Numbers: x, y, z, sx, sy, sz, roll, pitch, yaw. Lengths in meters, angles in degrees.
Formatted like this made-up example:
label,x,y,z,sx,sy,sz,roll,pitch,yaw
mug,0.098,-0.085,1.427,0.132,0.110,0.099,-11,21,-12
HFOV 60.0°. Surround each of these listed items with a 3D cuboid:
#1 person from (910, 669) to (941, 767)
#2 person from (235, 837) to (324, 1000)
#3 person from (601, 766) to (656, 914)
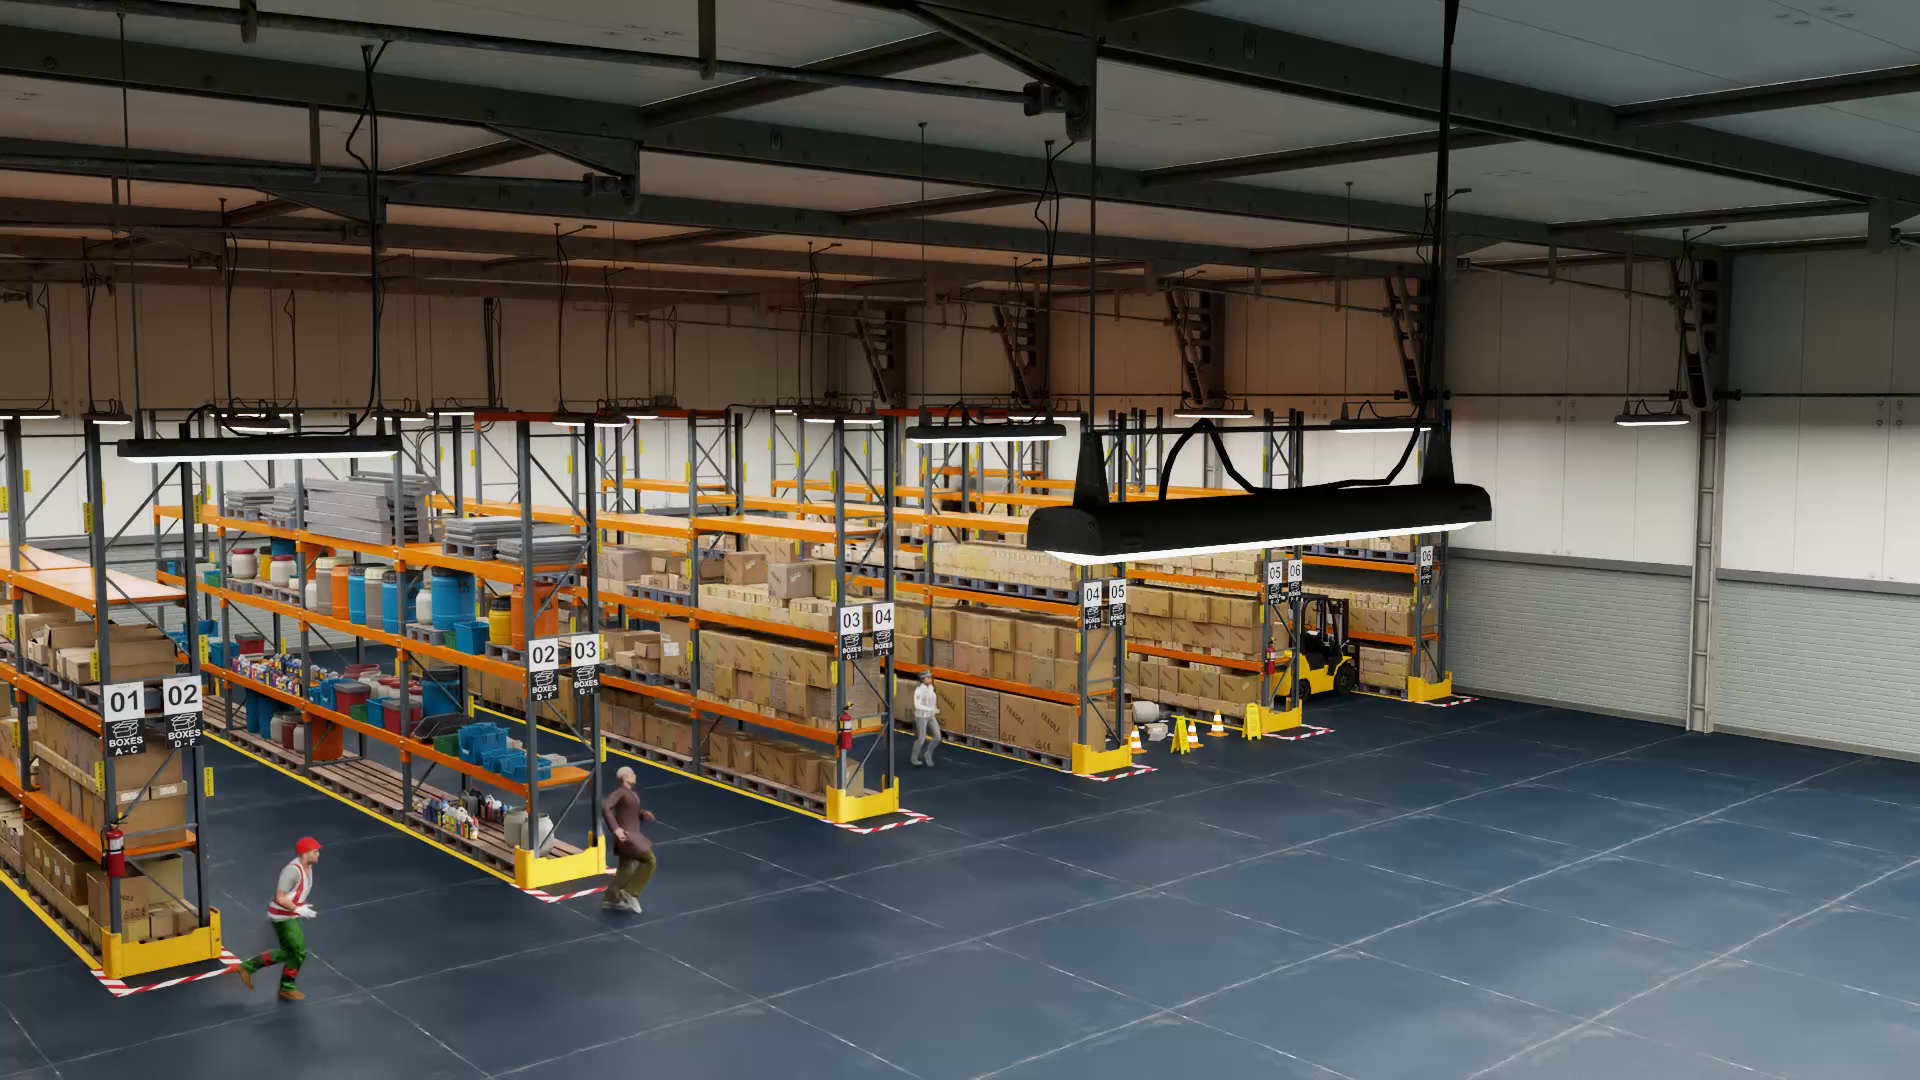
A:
label,x,y,z,sx,sy,sz,roll,pitch,yaw
person,-0.552,3.029,28.190,0.675,1.717,0.632,4,7,41
person,-7.128,3.971,17.453,0.911,1.715,0.673,-1,5,-6
person,-4.087,3.663,20.432,0.675,1.756,0.708,-1,5,-12
